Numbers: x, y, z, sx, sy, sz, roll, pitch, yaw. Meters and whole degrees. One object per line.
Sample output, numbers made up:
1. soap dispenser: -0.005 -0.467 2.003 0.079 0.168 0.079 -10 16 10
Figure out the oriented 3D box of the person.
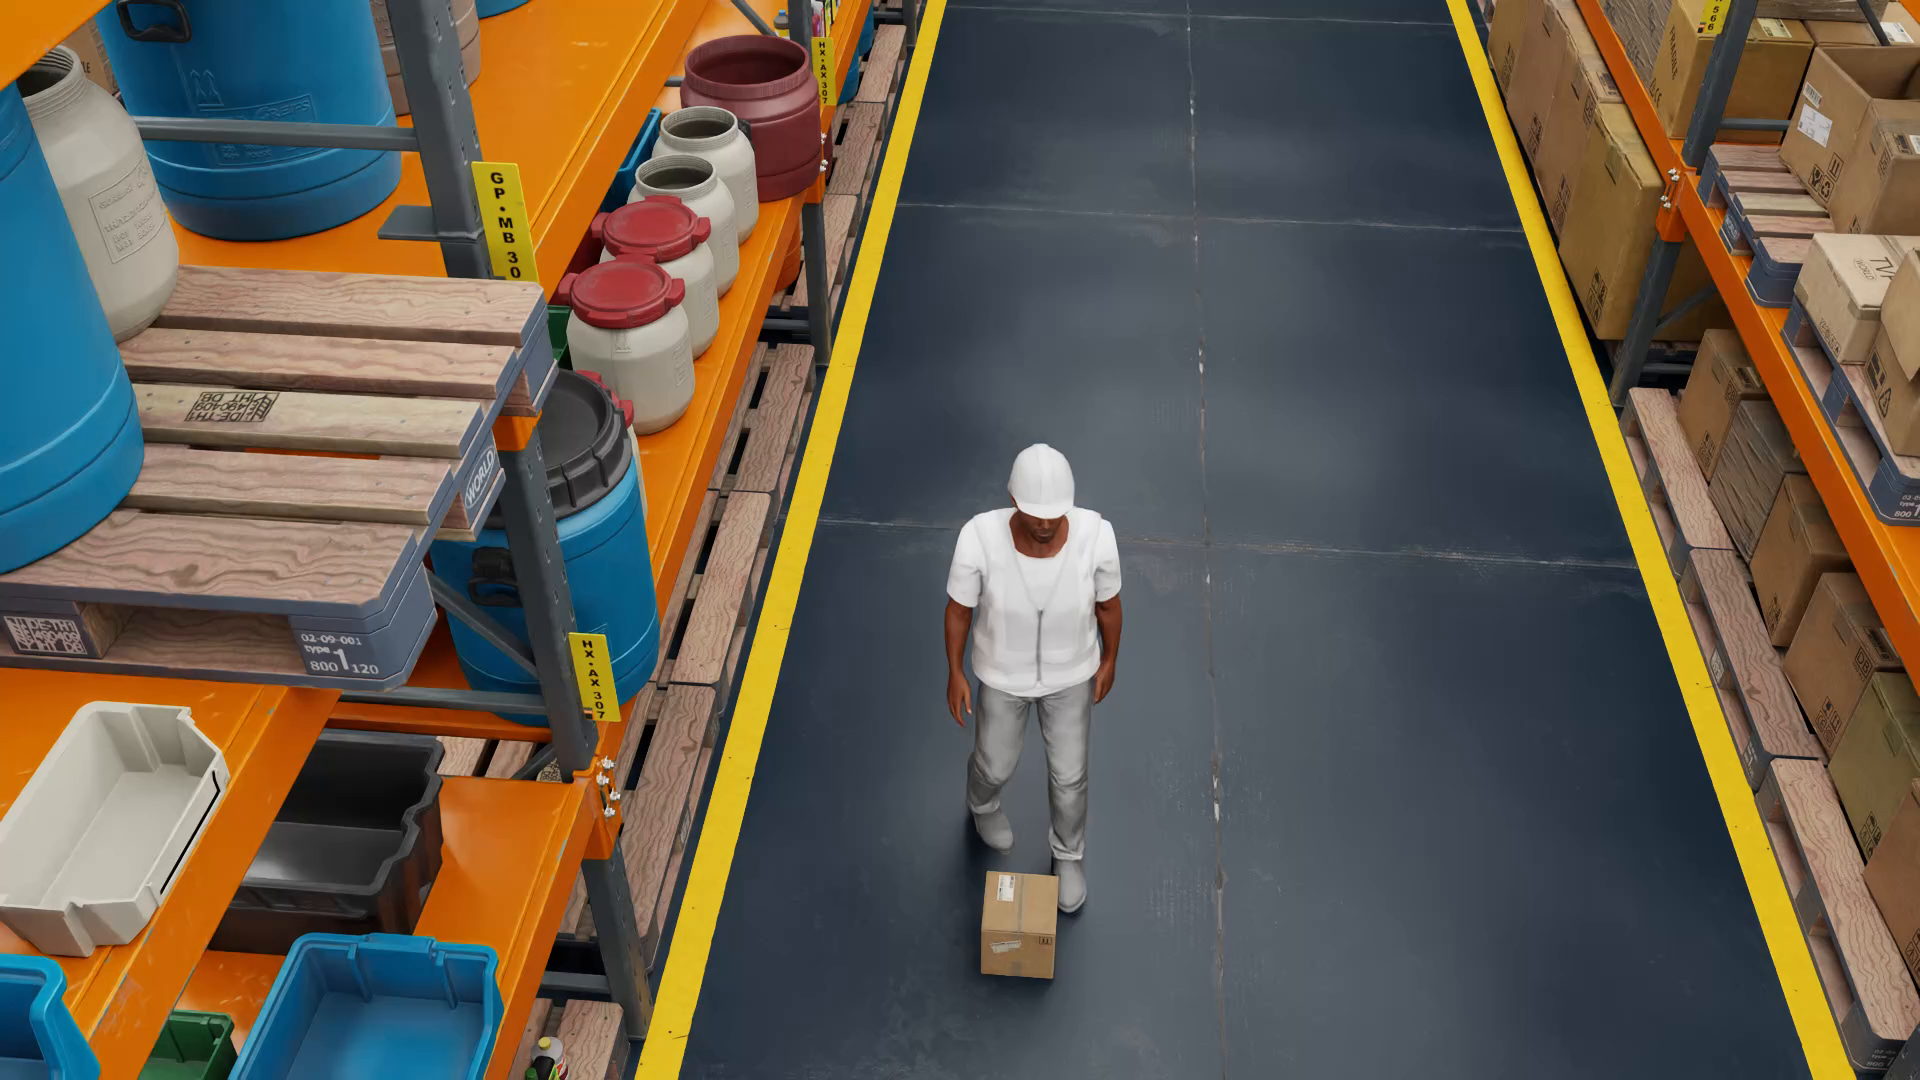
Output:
1. person: 0.254 0.493 5.574 0.597 1.775 0.579 -2 40 -3
